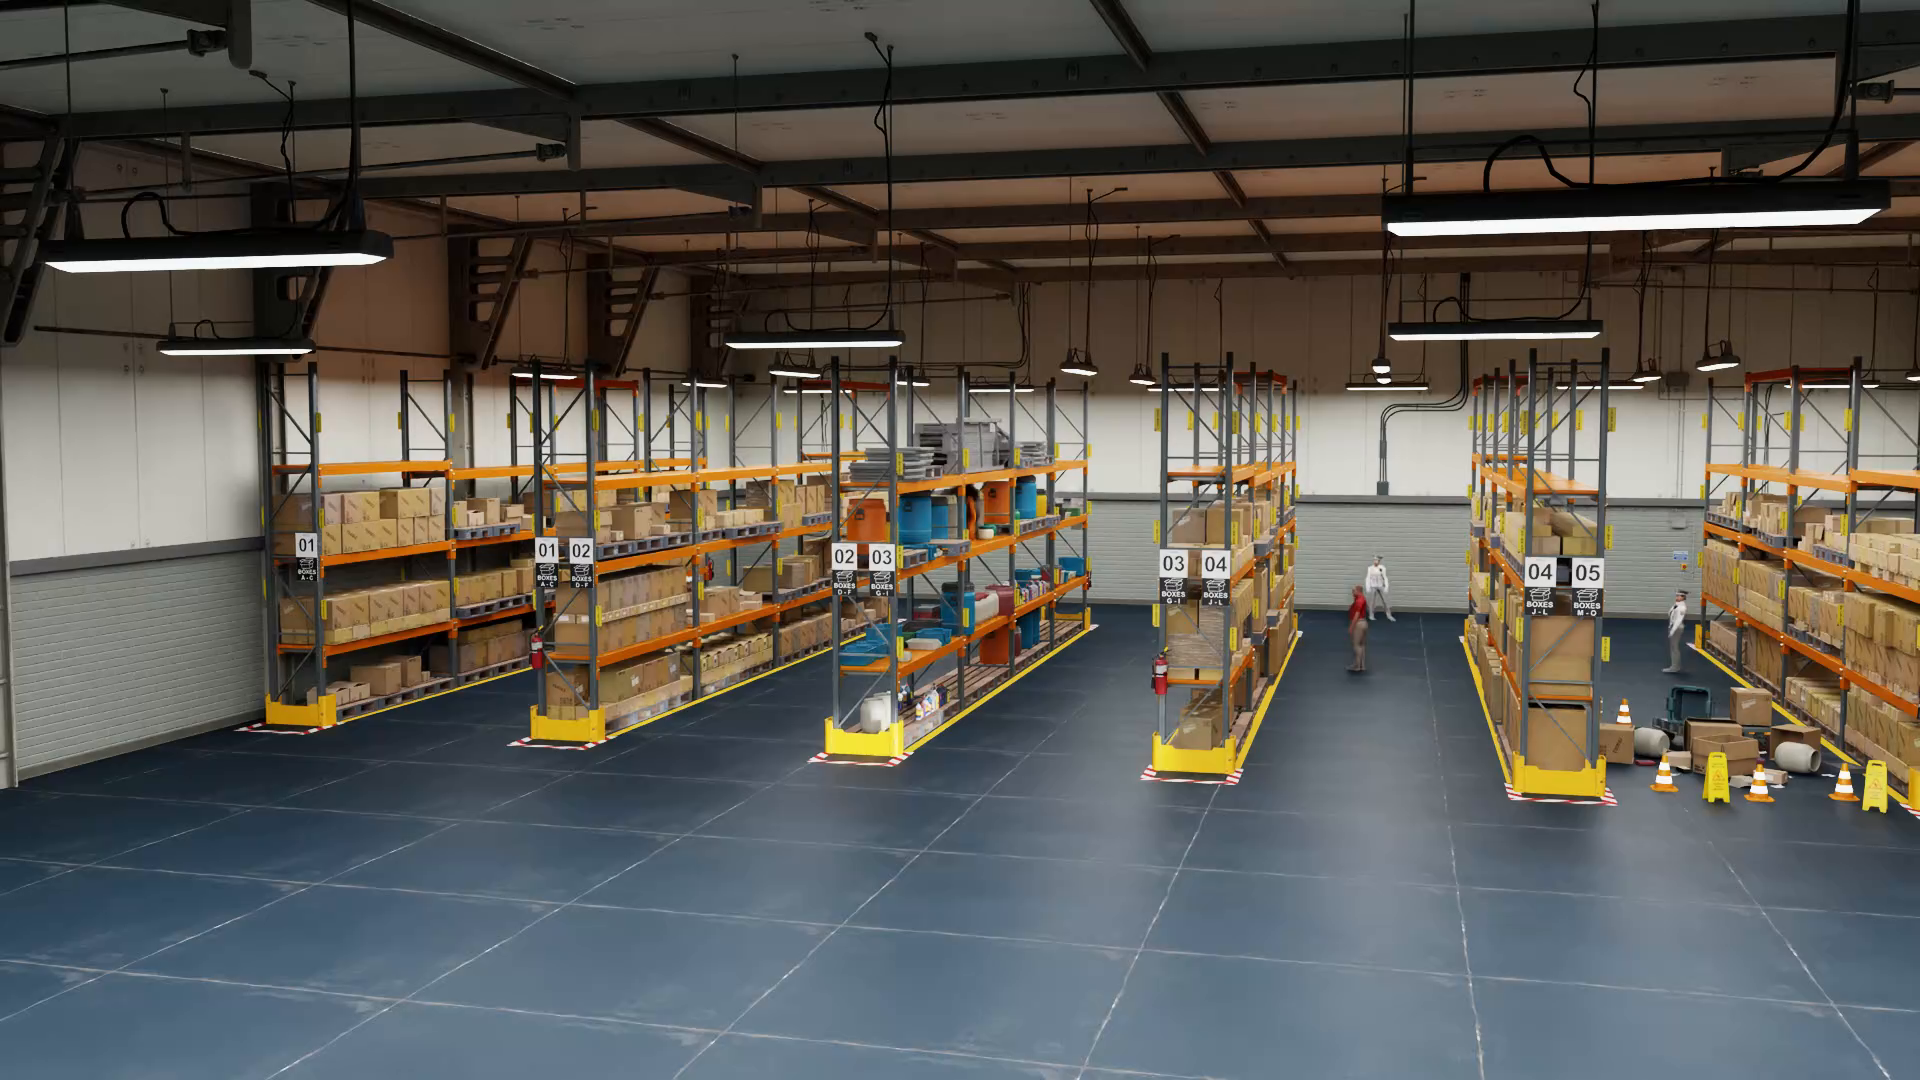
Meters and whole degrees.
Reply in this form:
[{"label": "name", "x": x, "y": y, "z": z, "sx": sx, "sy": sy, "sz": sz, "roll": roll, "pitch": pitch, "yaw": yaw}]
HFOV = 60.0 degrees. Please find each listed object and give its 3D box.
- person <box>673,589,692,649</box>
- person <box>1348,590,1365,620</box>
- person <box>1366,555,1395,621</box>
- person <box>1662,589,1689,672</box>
[{"label": "person", "x": -5.883, "y": 1.772, "z": 35.472, "sx": 0.694, "sy": 1.511, "sz": 0.992, "roll": 1, "pitch": 4, "yaw": 15}, {"label": "person", "x": 7.977, "y": 1.325, "z": 33.586, "sx": 0.237, "sy": 0.661, "sz": 0.503, "roll": 2, "pitch": 4, "yaw": 25}, {"label": "person", "x": 10.666, "y": 1.207, "z": 42.164, "sx": 0.731, "sy": 1.678, "sz": 0.395, "roll": 0, "pitch": 4, "yaw": 3}, {"label": "person", "x": 14.335, "y": 1.835, "z": 33.315, "sx": 0.444, "sy": 1.719, "sz": 0.541, "roll": 2, "pitch": 5, "yaw": 29}]
